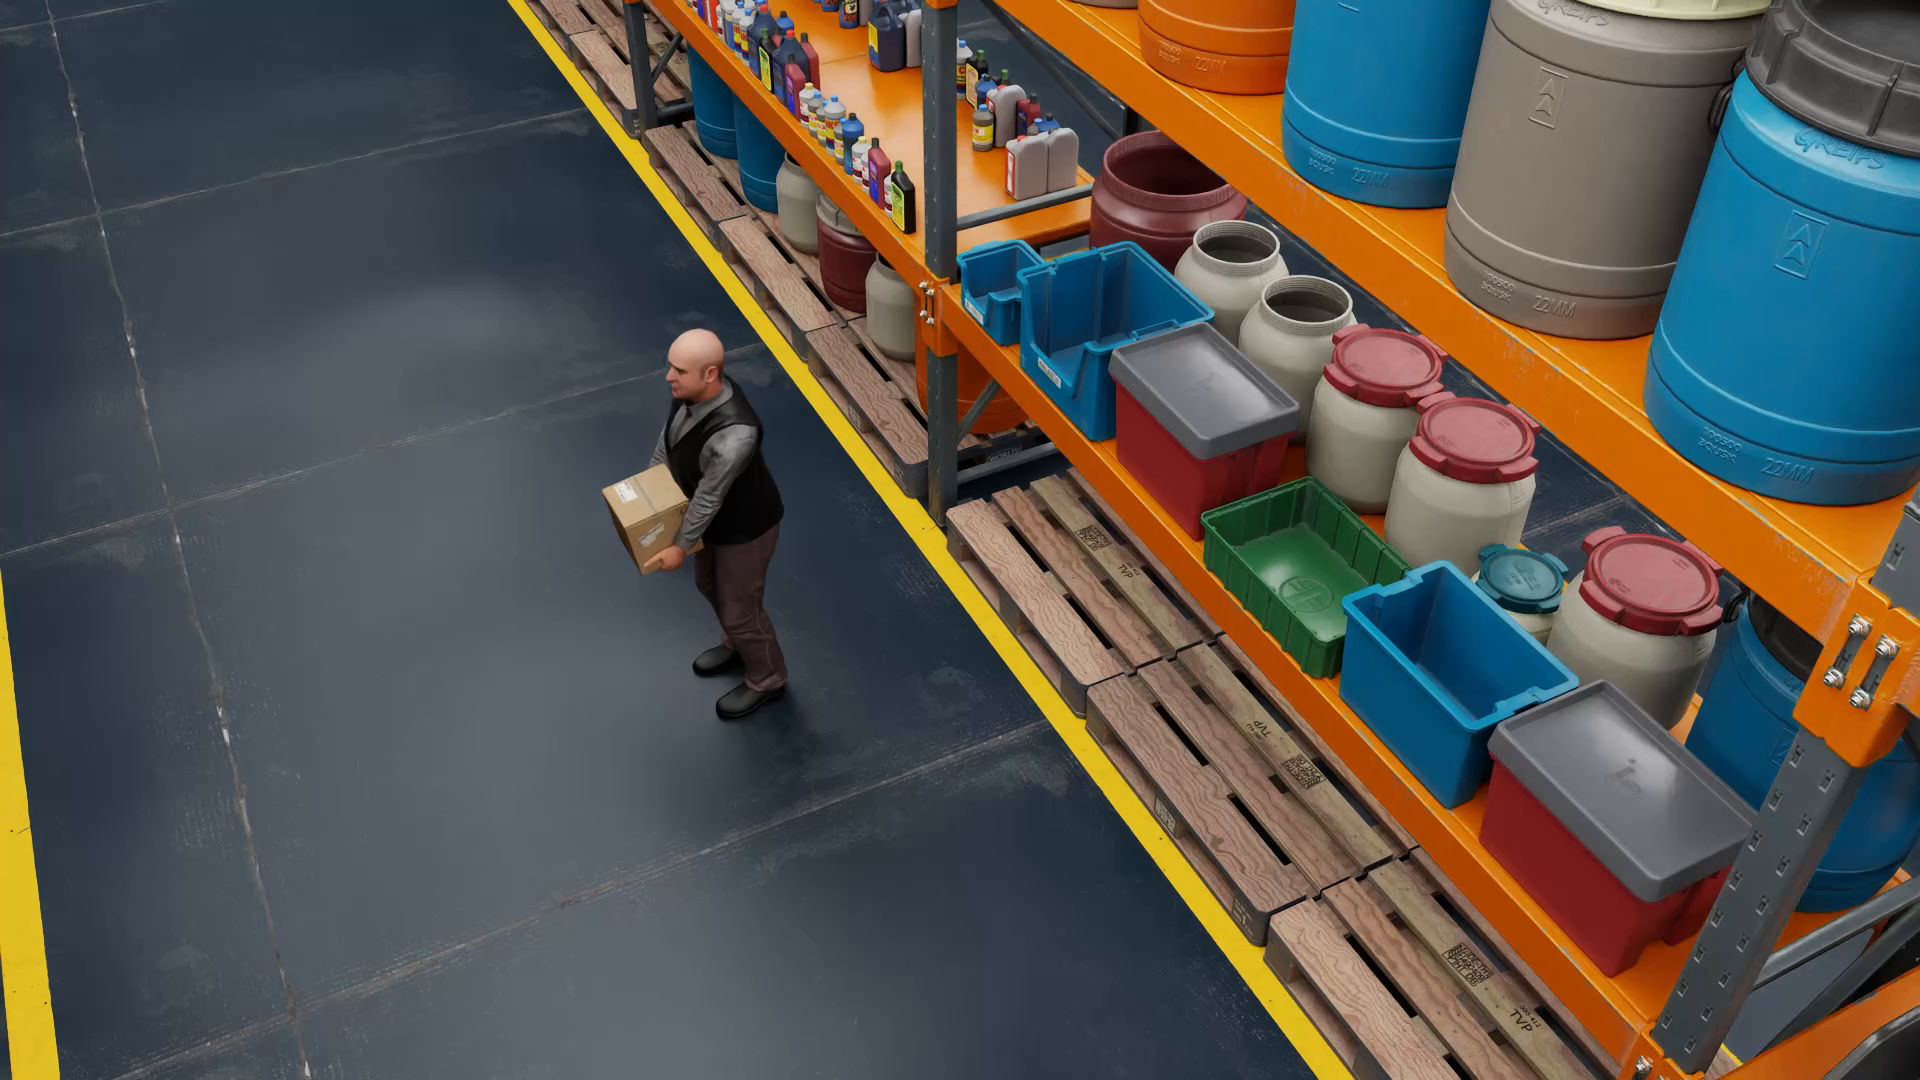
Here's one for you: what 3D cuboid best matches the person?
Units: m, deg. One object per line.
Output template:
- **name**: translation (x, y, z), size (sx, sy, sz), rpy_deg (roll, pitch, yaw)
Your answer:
- **person**: translation (-0.951, -0.042, 6.231), size (0.567, 1.719, 0.493), rpy_deg (-20, 45, -21)
